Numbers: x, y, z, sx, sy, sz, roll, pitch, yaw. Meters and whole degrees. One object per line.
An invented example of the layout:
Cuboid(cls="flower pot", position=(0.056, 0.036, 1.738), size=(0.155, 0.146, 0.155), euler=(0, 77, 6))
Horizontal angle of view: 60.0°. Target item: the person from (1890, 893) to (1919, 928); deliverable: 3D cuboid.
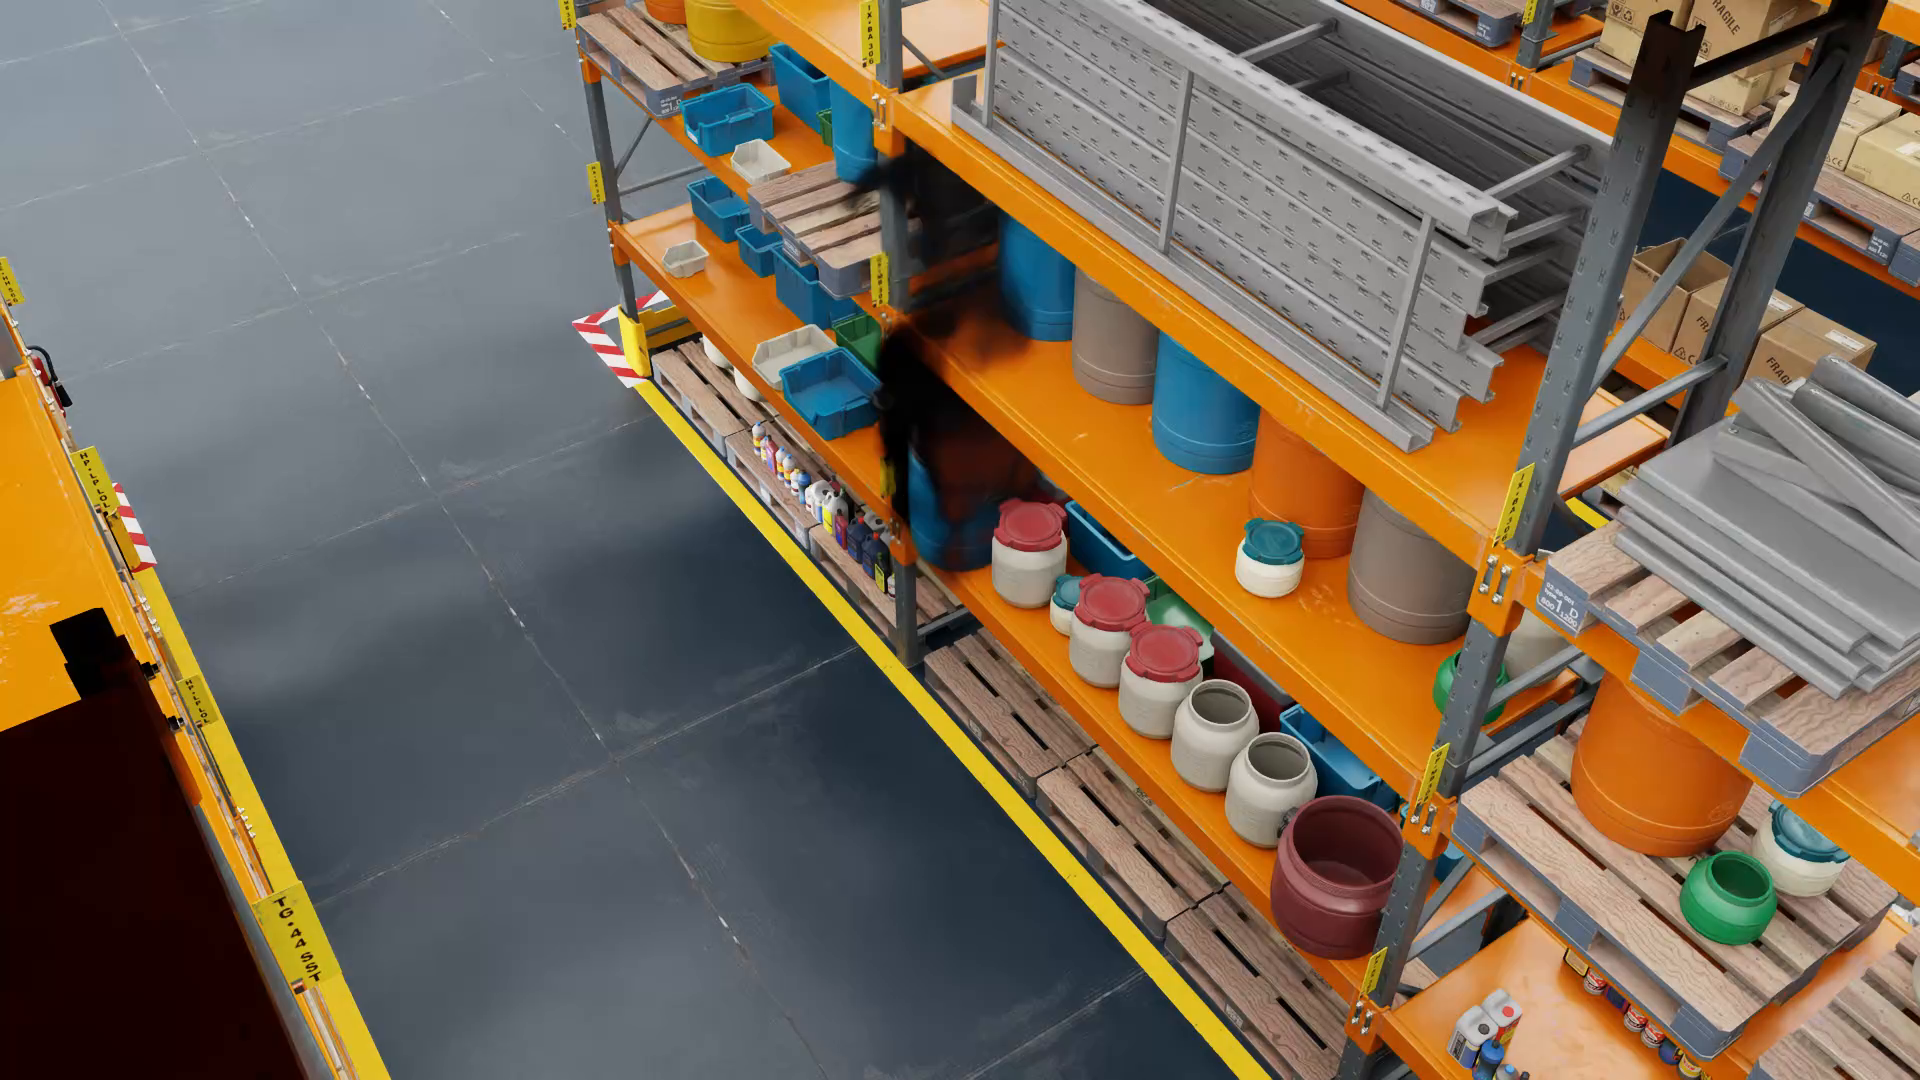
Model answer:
Cuboid(cls="person", position=(4.859, 1.935, 8.515), size=(0.569, 1.564, 0.570), euler=(-32, 51, -30))
